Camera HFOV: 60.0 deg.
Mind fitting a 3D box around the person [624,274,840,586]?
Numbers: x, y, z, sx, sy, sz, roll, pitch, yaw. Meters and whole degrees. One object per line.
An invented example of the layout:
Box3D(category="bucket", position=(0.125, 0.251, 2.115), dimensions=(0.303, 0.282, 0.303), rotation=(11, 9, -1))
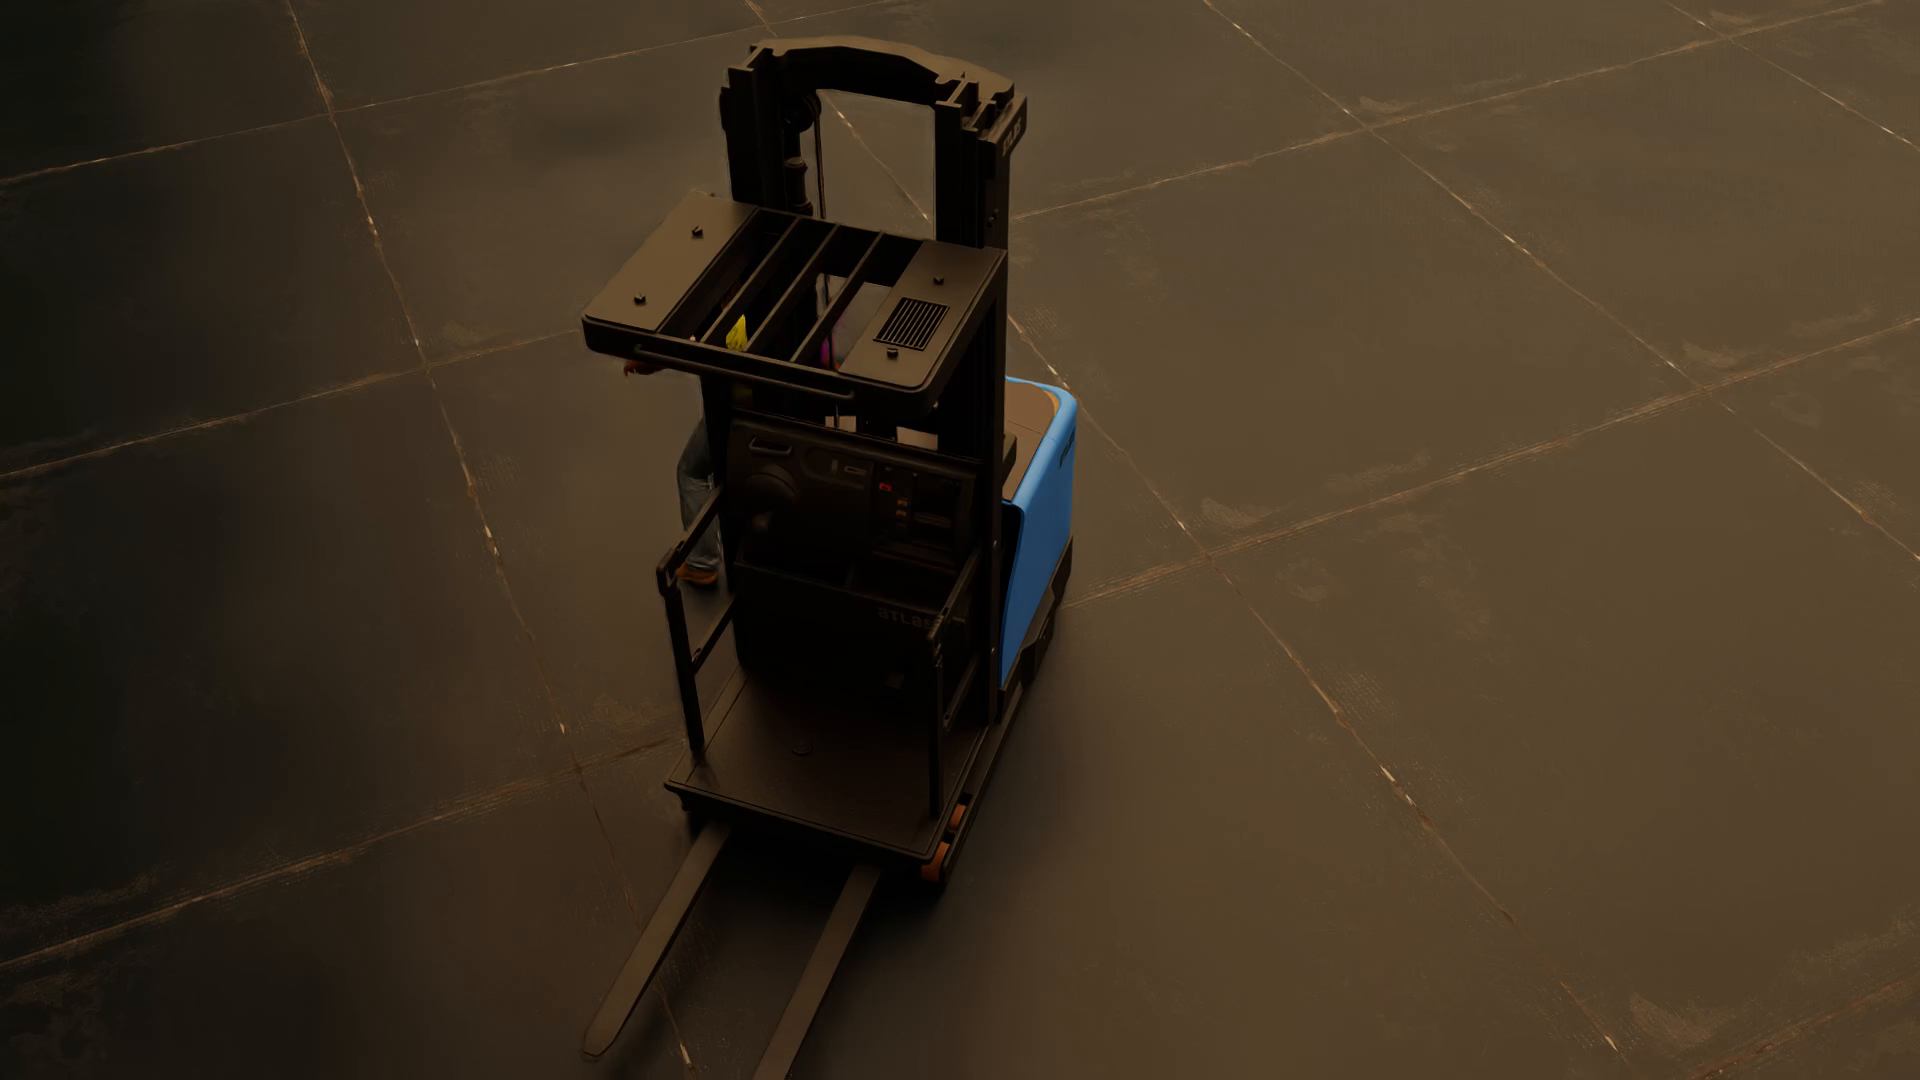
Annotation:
Box3D(category="person", position=(-0.985, -0.647, 7.387), dimensions=(1.010, 1.640, 0.852), rotation=(-5, 43, -5))

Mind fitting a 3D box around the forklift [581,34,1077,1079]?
Box3D(category="forklift", position=(-0.464, -0.071, 5.756), dimensions=(1.130, 2.935, 3.031), rotation=(13, 45, 14))
